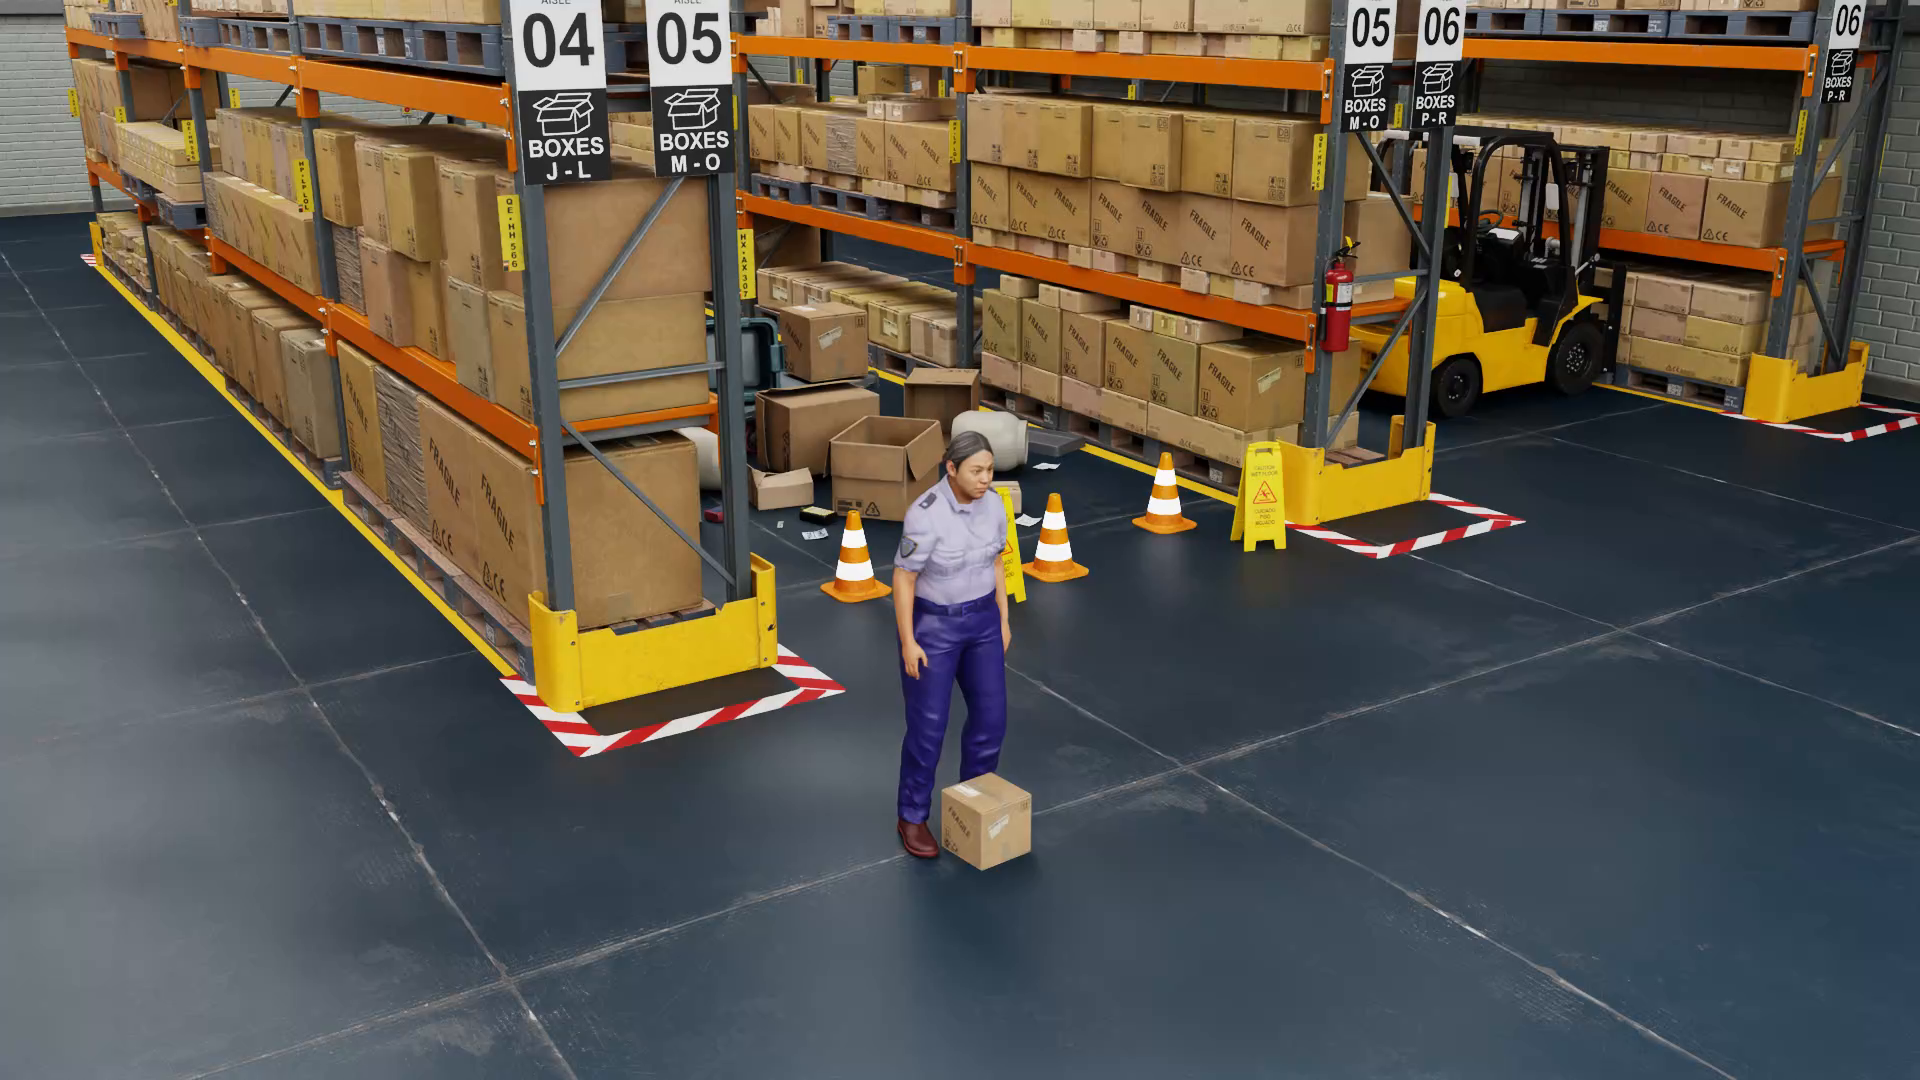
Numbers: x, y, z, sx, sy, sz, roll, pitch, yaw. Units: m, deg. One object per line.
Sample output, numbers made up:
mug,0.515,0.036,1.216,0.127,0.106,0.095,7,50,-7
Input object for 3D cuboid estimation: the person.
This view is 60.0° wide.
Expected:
person,-0.014,0.376,6.429,0.550,1.650,0.425,-13,22,-34
